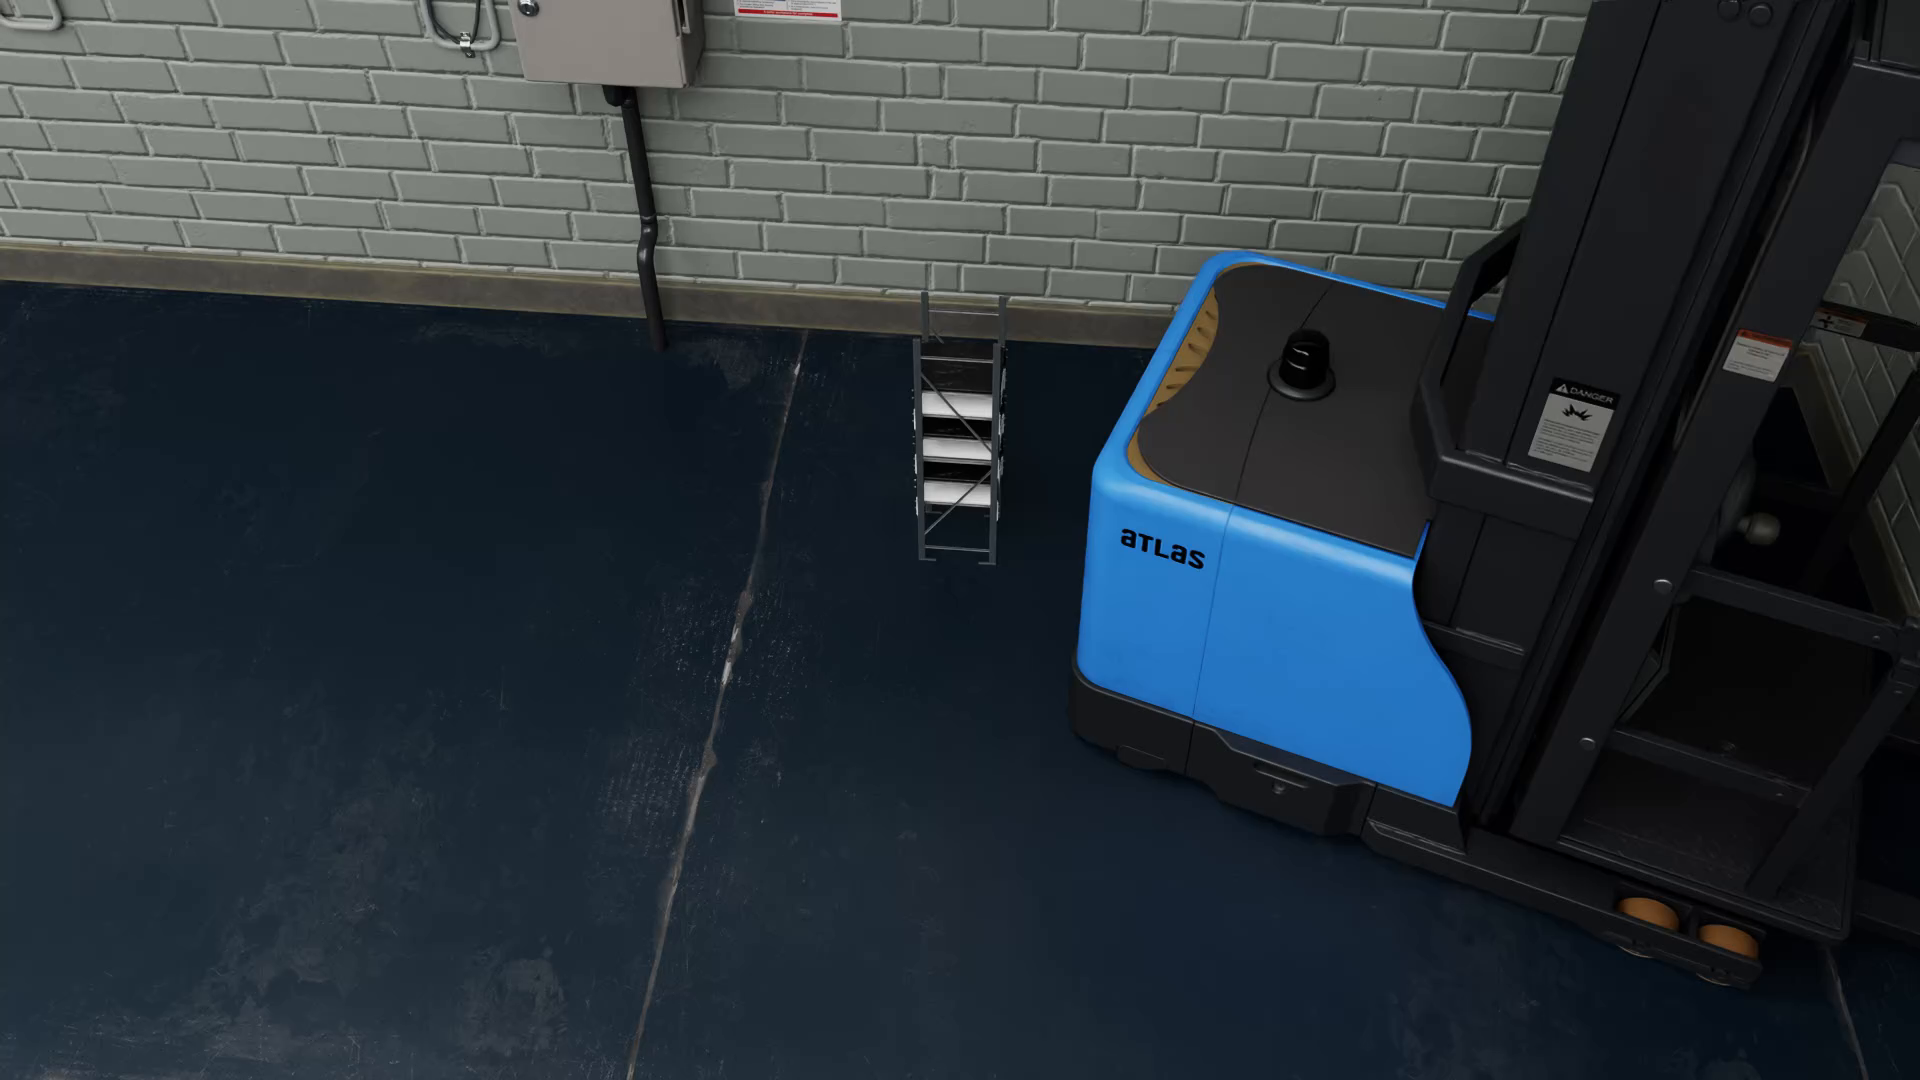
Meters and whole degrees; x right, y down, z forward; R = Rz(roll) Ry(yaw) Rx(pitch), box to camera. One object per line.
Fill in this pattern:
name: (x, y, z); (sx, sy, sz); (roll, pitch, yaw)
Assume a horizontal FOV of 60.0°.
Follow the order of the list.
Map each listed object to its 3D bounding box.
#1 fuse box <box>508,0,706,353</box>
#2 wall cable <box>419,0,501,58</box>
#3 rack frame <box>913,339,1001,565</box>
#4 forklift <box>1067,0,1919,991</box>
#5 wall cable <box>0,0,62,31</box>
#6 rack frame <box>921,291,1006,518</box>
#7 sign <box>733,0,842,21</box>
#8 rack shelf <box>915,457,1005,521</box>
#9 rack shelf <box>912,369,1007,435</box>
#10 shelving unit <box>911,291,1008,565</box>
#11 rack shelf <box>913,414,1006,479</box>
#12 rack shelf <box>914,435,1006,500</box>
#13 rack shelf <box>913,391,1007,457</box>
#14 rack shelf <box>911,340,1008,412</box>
fuse box: (-1.035, -1.235, 5.220); (0.539, 1.711, 0.414); (4, 48, 4)
wall cable: (-1.700, -2.174, 4.517); (0.588, 1.984, 0.122); (4, 48, 4)
rack frame: (-0.009, -0.235, 4.855); (0.240, 0.900, 0.006); (4, 48, 4)
forklift: (1.867, -0.312, 3.549); (3.031, 2.935, 1.130); (18, 50, 16)
wall cable: (-3.113, -2.272, 4.585); (0.585, 1.953, 0.123); (4, 48, 4)
rack frame: (0.010, -0.384, 4.992); (0.240, 0.900, 0.006); (4, 48, 4)
sign: (-0.524, -1.757, 4.888); (0.329, 0.494, 0.001); (4, 48, 4)
rack shelf: (0.001, -0.166, 5.081); (0.258, 0.077, 0.200); (4, 48, 4)
rack shelf: (0.001, -0.409, 4.815); (0.258, 0.077, 0.200); (4, 48, 4)
shelving unit: (0.001, -0.310, 4.923); (0.258, 0.900, 0.210); (4, 48, 4)
rack shelf: (0.001, -0.287, 4.948); (0.258, 0.077, 0.200); (4, 48, 4)
rack shelf: (0.001, -0.226, 5.014); (0.258, 0.077, 0.200); (4, 48, 4)
rack shelf: (0.001, -0.348, 4.882); (0.258, 0.077, 0.200); (4, 48, 4)
rack shelf: (0.001, -0.469, 4.749); (0.258, 0.077, 0.200); (4, 48, 4)
